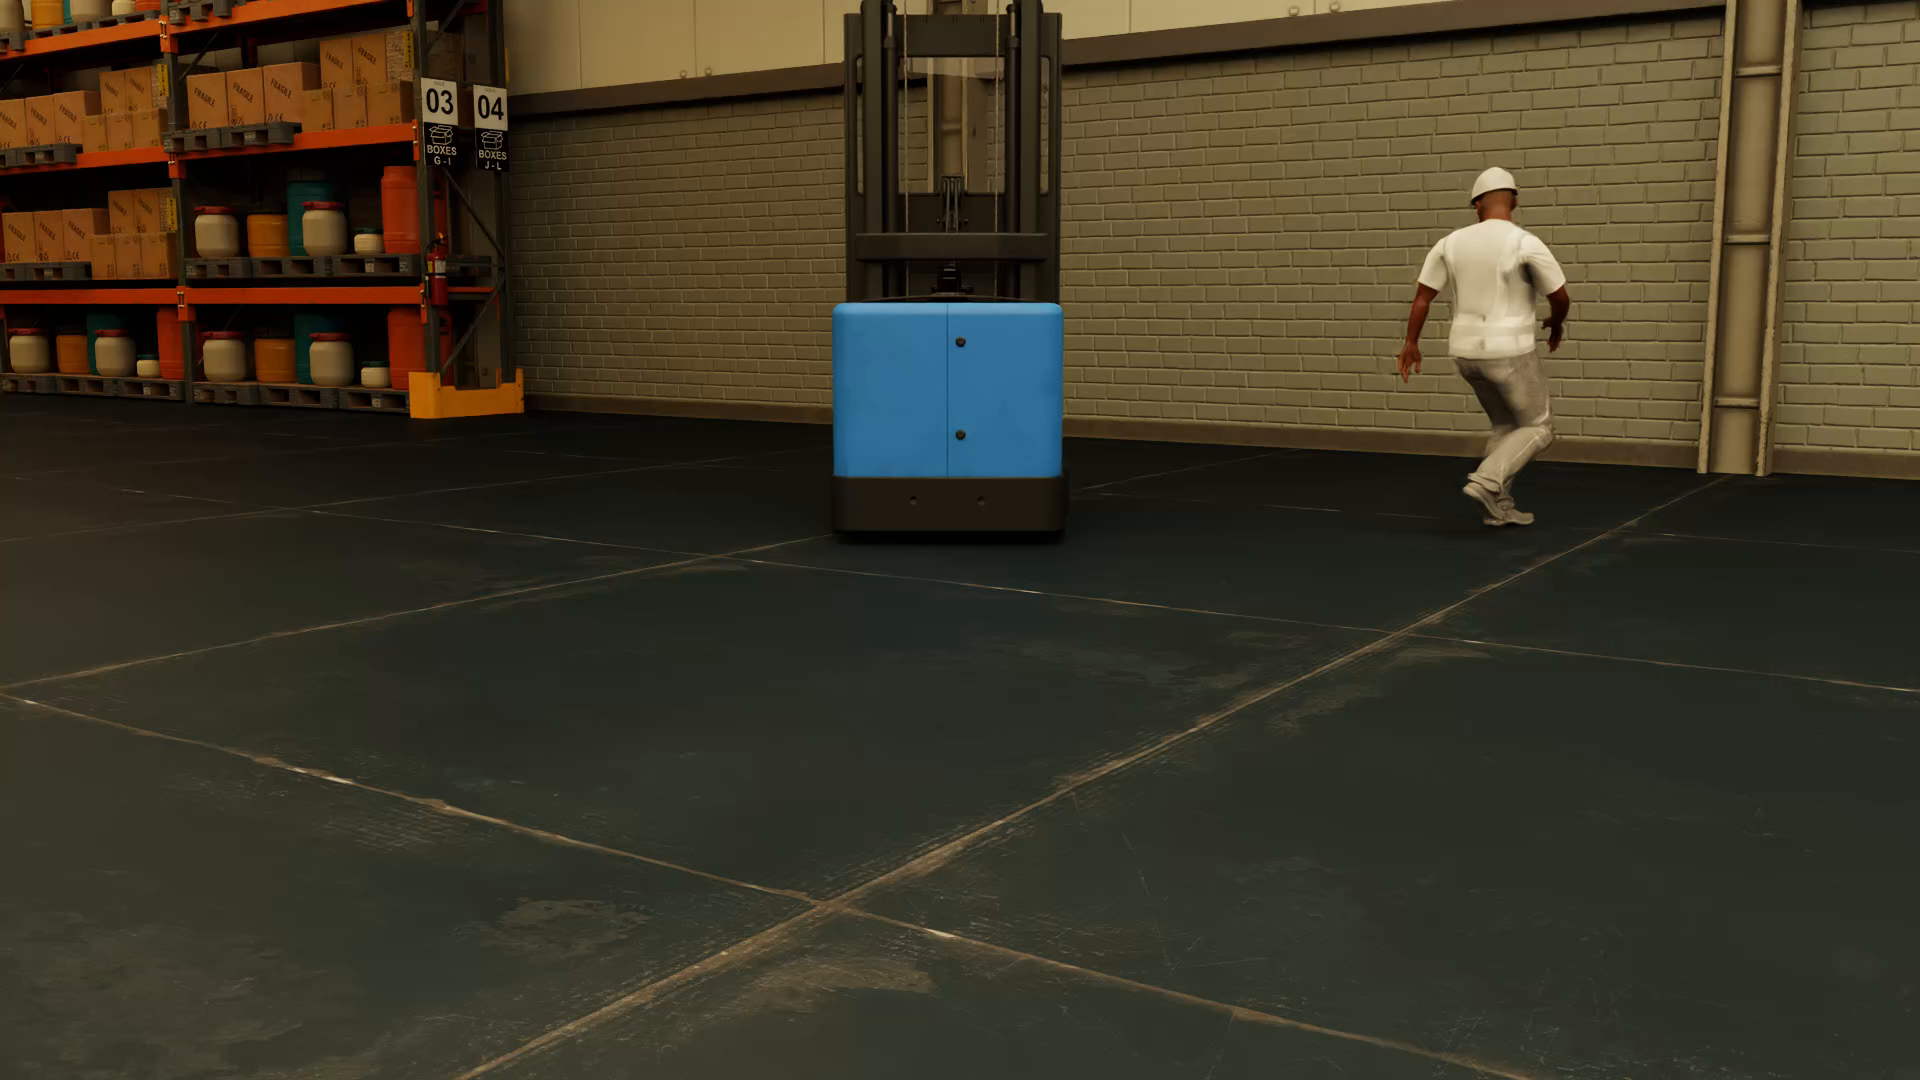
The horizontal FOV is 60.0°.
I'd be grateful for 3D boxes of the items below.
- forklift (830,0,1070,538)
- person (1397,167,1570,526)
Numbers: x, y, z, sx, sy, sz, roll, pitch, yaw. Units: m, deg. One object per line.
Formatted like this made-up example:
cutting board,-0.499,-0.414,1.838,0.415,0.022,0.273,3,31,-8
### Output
forklift,-0.031,-1.632,8.668,1.130,2.935,3.031,0,8,1
person,2.561,-0.910,7.956,0.626,1.709,0.729,-4,9,-26
